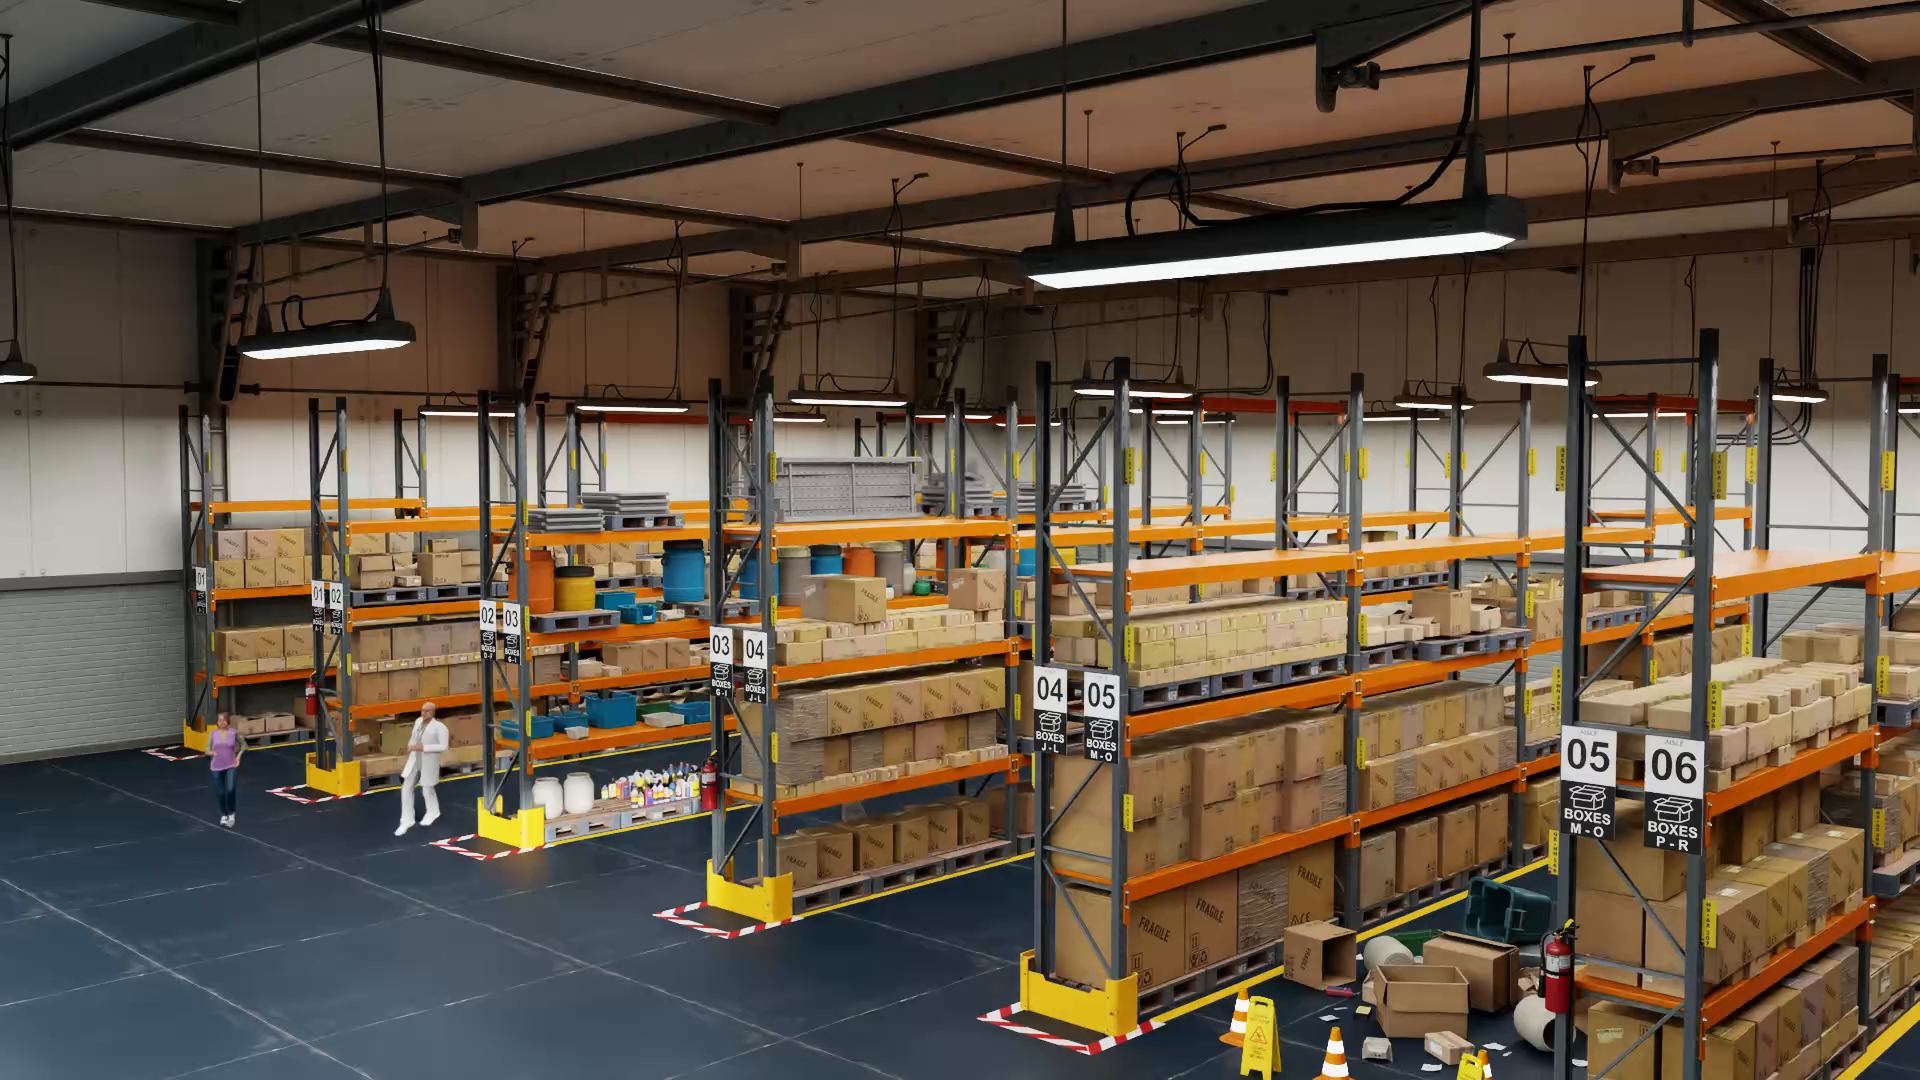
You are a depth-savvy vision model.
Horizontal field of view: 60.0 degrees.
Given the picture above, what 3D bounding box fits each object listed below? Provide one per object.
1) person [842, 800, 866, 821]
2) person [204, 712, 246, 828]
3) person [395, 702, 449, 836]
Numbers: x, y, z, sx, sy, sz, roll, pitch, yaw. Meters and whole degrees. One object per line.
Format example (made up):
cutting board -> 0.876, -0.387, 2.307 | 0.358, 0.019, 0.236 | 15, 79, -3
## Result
person -> -1.461, 3.114, 22.322 | 0.678, 1.856, 0.795 | 2, 4, 37
person -> -10.100, 3.165, 22.851 | 0.516, 1.594, 0.614 | -1, 3, -19
person -> -7.226, 3.152, 22.708 | 0.708, 1.742, 0.800 | 1, 3, 15
